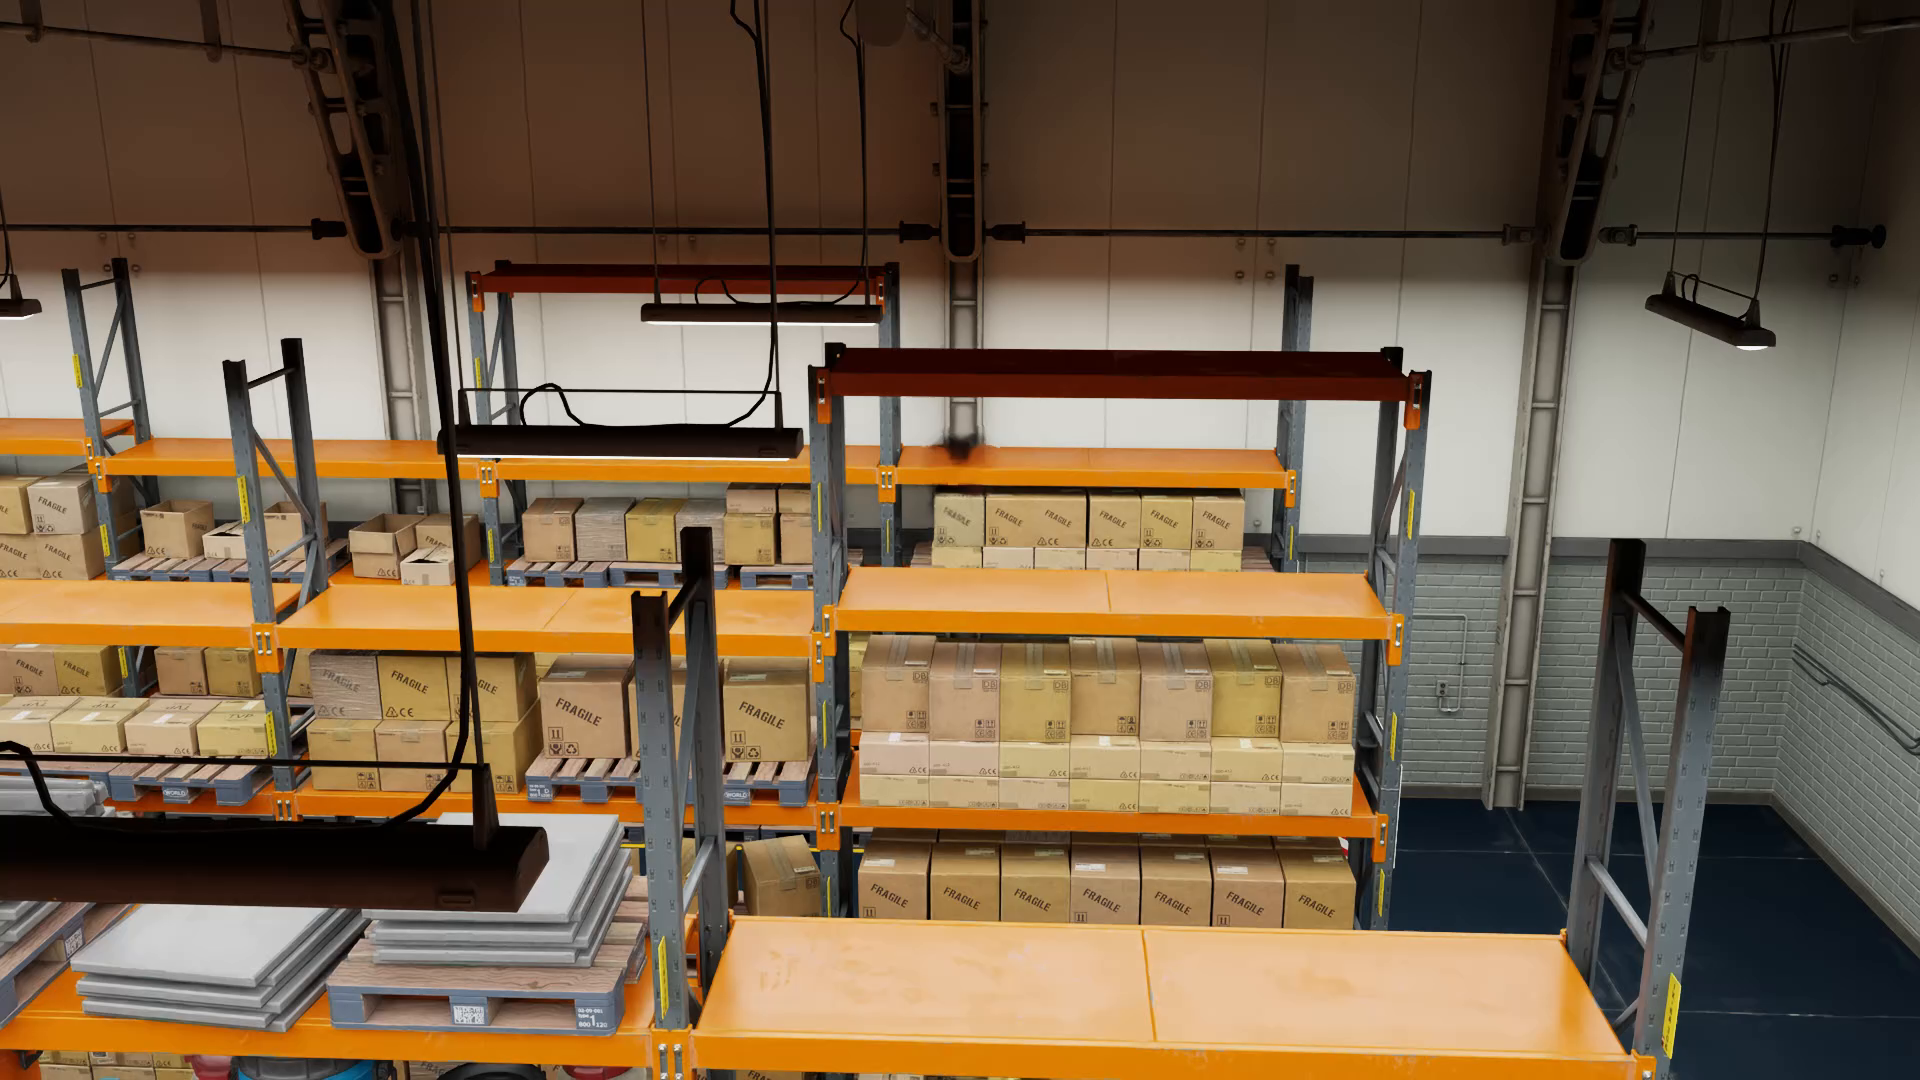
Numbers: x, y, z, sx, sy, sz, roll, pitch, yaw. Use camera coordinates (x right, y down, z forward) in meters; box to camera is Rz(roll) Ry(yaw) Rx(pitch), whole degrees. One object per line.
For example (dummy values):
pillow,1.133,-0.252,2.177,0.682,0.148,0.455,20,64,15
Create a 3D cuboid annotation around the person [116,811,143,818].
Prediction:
person,-8.107,2.791,15.897,0.636,1.800,0.414,-2,16,-7
